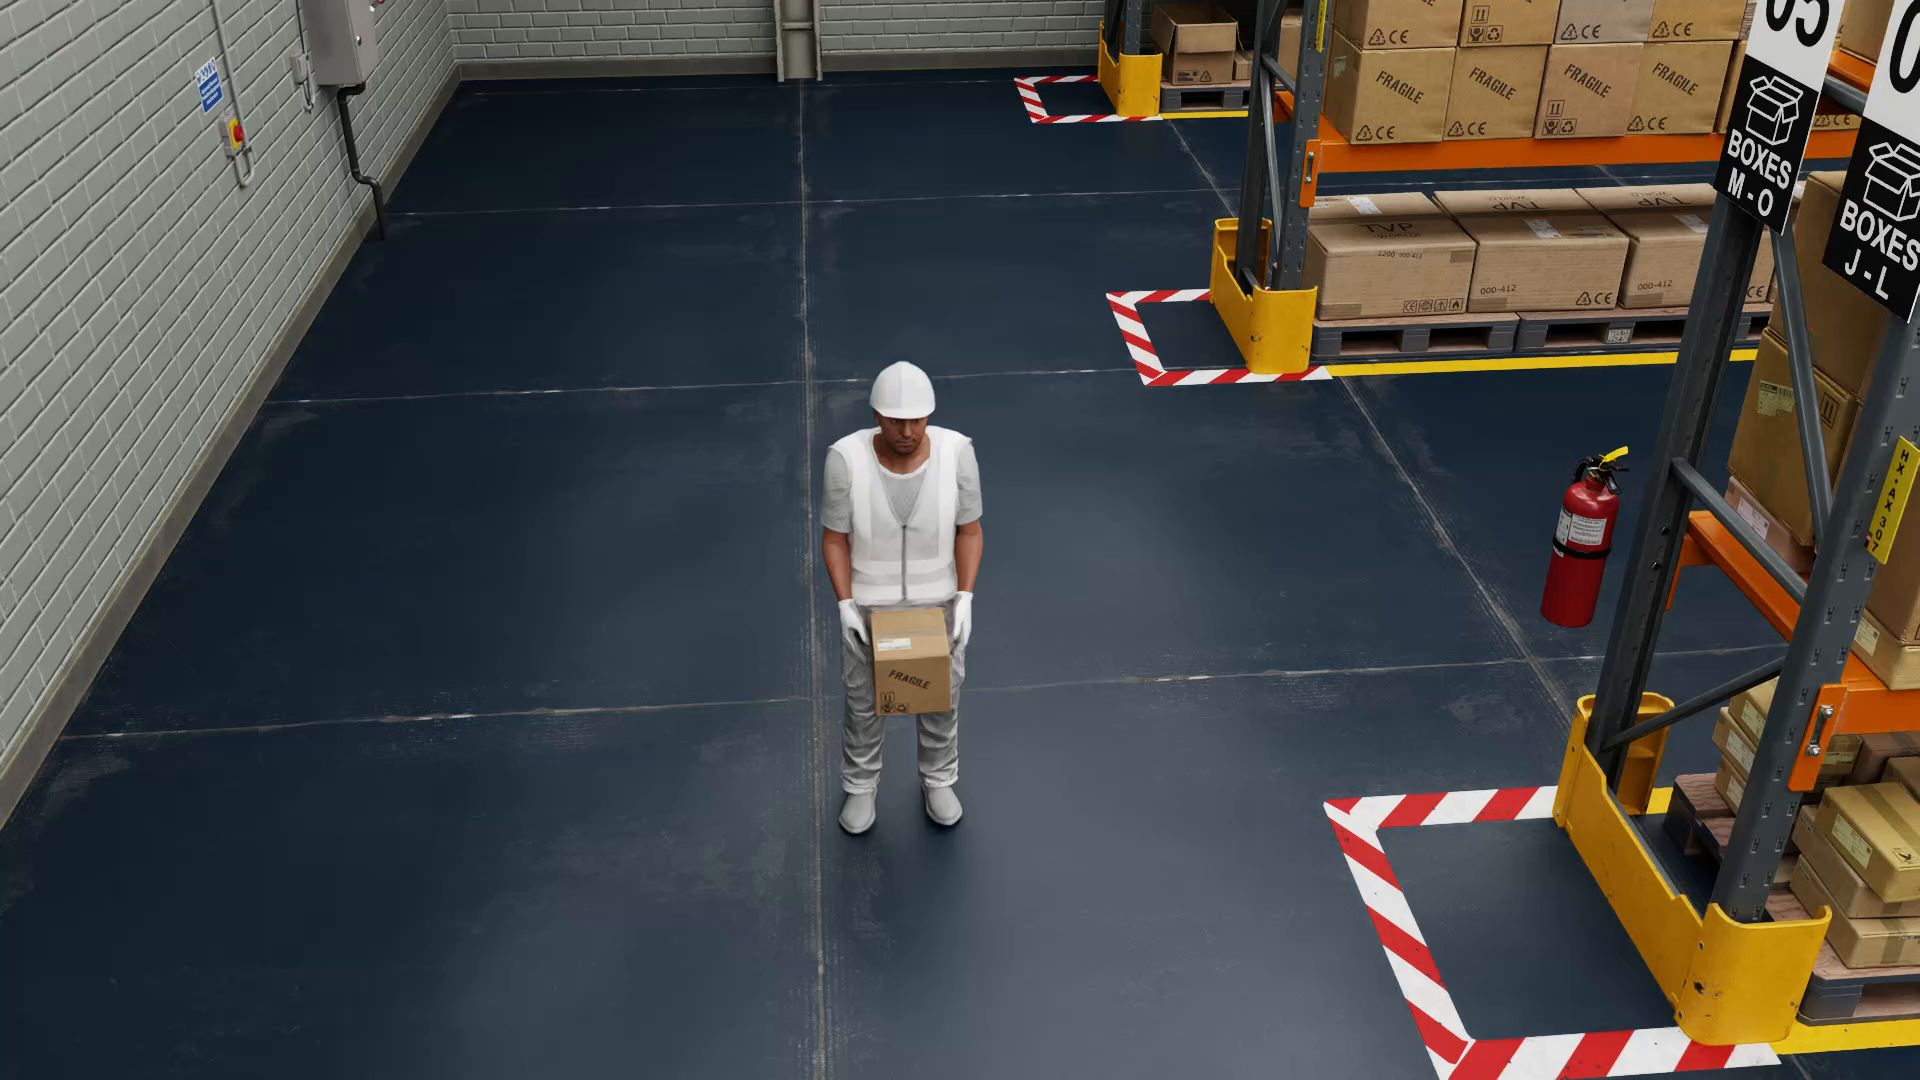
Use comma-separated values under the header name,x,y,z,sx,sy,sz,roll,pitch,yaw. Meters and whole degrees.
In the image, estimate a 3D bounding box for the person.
name,x,y,z,sx,sy,sz,roll,pitch,yaw
person,-0.191,0.221,5.739,0.555,1.787,0.467,-3,31,-5
